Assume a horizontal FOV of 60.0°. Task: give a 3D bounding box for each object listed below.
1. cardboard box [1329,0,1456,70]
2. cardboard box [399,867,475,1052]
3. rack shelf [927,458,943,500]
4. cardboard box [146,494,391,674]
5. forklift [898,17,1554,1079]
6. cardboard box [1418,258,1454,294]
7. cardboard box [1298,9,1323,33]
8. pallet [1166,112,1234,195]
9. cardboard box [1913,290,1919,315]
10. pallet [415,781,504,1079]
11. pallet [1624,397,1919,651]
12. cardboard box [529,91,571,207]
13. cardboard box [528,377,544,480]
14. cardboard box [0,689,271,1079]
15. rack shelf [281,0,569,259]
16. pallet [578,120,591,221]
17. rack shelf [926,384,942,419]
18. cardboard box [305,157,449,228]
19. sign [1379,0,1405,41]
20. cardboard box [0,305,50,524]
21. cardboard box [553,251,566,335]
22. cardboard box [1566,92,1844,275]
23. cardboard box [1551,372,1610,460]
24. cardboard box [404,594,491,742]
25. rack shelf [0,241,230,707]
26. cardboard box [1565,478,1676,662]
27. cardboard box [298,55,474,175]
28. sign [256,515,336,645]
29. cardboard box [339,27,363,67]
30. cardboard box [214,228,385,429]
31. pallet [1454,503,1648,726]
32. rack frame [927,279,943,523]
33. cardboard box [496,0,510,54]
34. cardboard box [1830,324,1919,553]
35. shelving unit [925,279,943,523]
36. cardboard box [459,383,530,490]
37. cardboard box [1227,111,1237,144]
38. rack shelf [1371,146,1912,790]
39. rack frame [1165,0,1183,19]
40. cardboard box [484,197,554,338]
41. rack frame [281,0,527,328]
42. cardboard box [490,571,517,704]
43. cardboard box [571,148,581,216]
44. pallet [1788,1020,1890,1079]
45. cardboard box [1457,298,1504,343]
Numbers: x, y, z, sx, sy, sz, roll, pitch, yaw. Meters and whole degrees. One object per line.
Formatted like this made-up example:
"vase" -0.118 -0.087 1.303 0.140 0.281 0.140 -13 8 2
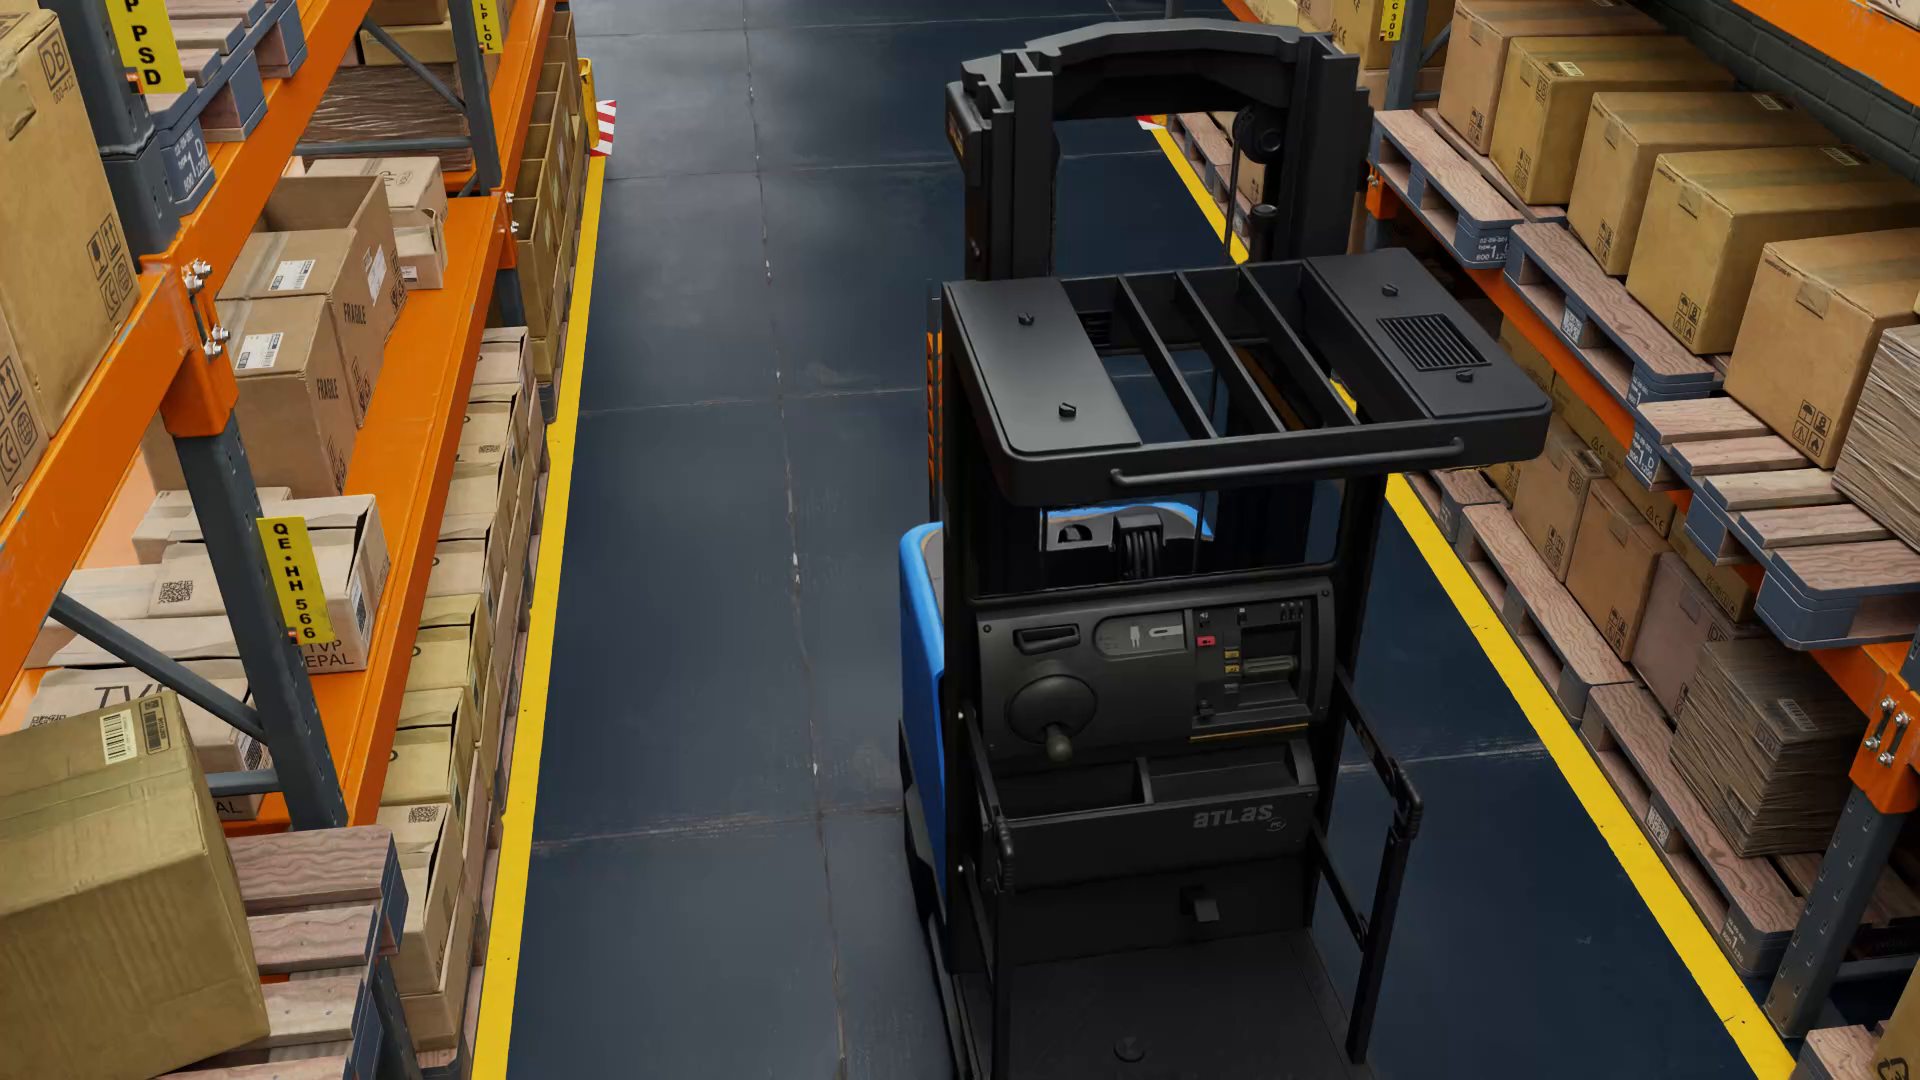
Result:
"cardboard box" 2.066 -2.526 7.742 0.500 0.500 0.500 -4 35 -6
"cardboard box" -1.714 1.229 4.852 0.500 0.250 0.500 -4 35 -7
"rack shelf" -0.002 -0.269 7.084 0.258 0.103 0.180 -4 35 -6
"cardboard box" -1.862 0.103 4.514 0.500 0.311 0.500 -5 35 -7
"forklift" 0.544 0.396 4.066 1.130 2.935 3.031 -6 35 -8
"cardboard box" 2.334 -1.336 8.672 0.380 0.166 0.250 -9 35 -13
"cardboard box" 2.013 -2.495 8.363 0.500 0.250 0.500 -4 35 -6
"pallet" 1.983 -2.610 10.893 1.003 0.211 1.213 -4 35 -6
"cardboard box" 2.840 -0.657 4.495 0.380 0.149 0.250 -10 36 -14
"pallet" -2.006 1.270 5.198 1.003 0.211 1.213 -4 35 -6
"pallet" 2.773 -0.107 4.914 1.213 0.211 1.003 -4 35 -6
"cardboard box" -2.428 -2.118 9.098 0.500 0.500 0.500 -4 35 -6
"cardboard box" -2.129 -0.480 7.359 0.500 0.250 0.500 -5 35 -7
"cardboard box" -1.738 0.708 3.085 0.700 0.500 0.500 -16 37 -22
"rack shelf" -2.741 -2.470 8.850 1.077 0.370 4.000 -4 35 -6
"pallet" -2.866 -2.308 10.449 1.003 0.211 1.213 -4 35 -6
"rack shelf" -0.002 -0.566 6.881 0.258 0.103 0.180 -4 35 -6
"cardboard box" -2.363 -1.318 6.654 0.500 0.250 0.500 -2 34 -3
"sign" 1.899 -2.341 7.253 0.100 0.325 0.005 -4 35 -6
"cardboard box" -1.773 -0.175 2.091 0.910 0.500 0.500 -4 35 -6
"cardboard box" -2.296 -1.250 8.490 0.500 0.250 0.500 -4 35 -6
"cardboard box" 2.658 -1.288 5.997 0.700 0.500 0.500 0 34 0
"cardboard box" 2.688 -0.543 6.546 0.500 0.250 0.500 -5 35 -8
"cardboard box" -1.859 0.420 5.541 0.500 0.311 0.500 -5 35 -8
"rack shelf" -1.665 0.754 1.455 1.077 0.370 4.000 -4 35 -6
"cardboard box" 2.777 0.085 6.291 0.700 0.500 0.500 -5 35 -7
"cardboard box" -2.538 -1.940 7.345 0.700 0.500 0.500 -5 35 -8
"sign" -1.398 0.088 3.499 0.100 0.325 0.005 -4 35 -6
"cardboard box" -2.721 -2.097 6.998 0.380 0.149 0.250 -4 35 -6
"cardboard box" -2.247 -0.690 5.510 0.500 0.500 0.500 -4 35 -6
"pallet" 2.710 0.240 6.710 1.003 0.211 1.213 -4 35 -6
"rack frame" -0.014 -0.555 6.999 0.240 1.200 0.006 -4 35 -6
"cardboard box" -2.749 -2.800 8.606 0.700 0.500 0.500 -3 34 -5
"cardboard box" 2.901 -0.281 4.520 0.700 0.500 0.500 -8 35 -12
"shelving unit" -0.002 -0.504 6.924 0.258 1.200 0.189 -4 35 -6
"cardboard box" -2.057 -0.427 6.783 0.500 0.311 0.500 -3 34 -5
"cardboard box" 1.979 -2.621 10.429 0.500 0.311 0.500 -2 34 -2
"rack shelf" 2.705 -0.616 6.129 1.077 0.370 4.000 -4 35 -6
"rack frame" 1.898 -4.261 10.839 1.000 3.000 0.127 -4 35 -6
"cardboard box" -2.224 -1.281 7.869 0.500 0.500 0.500 -4 35 -6
"rack frame" -2.472 -1.652 7.010 1.000 3.000 0.127 -4 35 -6
"cardboard box" -1.927 0.372 6.109 0.500 0.250 0.500 -4 34 -5
"cardboard box" -2.497 -2.087 9.718 0.500 0.250 0.500 -4 35 -6
"pallet" 3.005 1.801 4.420 1.003 0.211 1.213 -4 35 -6
"cardboard box" 2.552 -0.768 7.543 0.700 0.500 0.500 -3 34 -5
